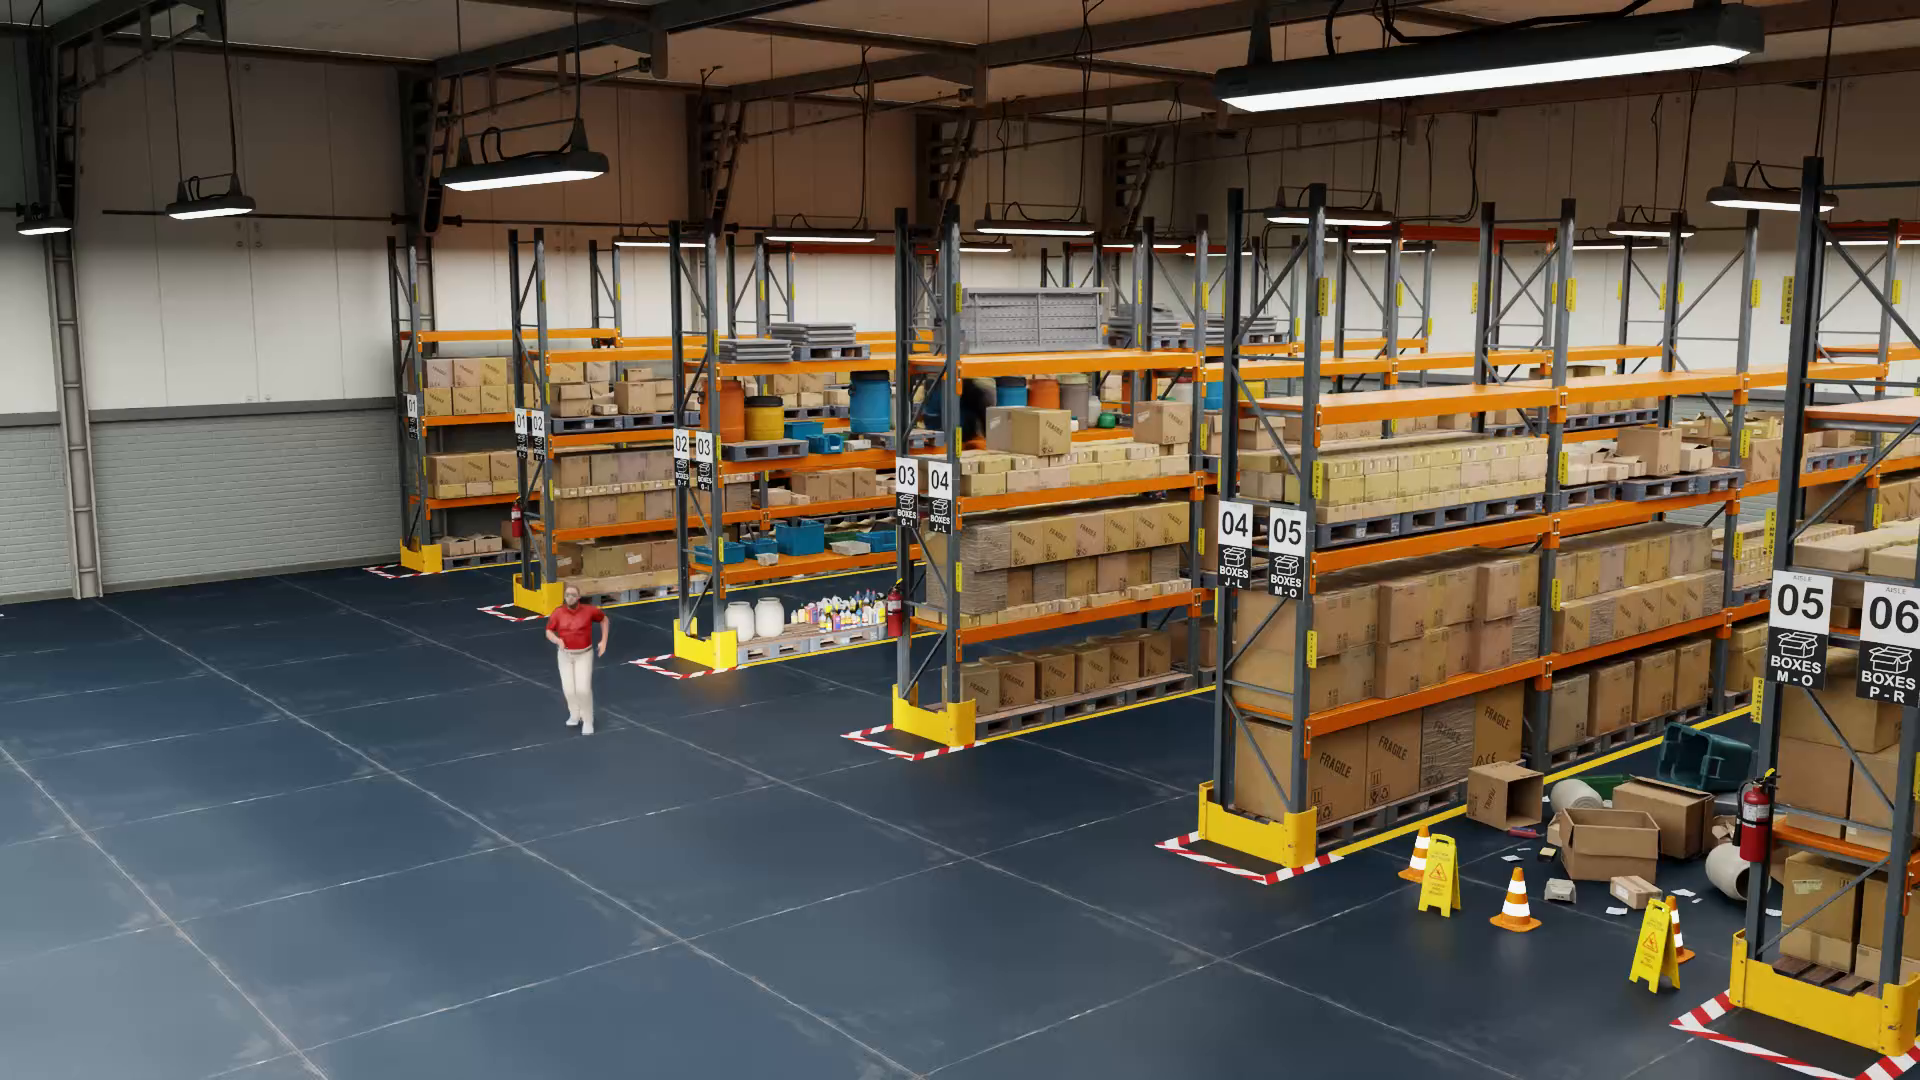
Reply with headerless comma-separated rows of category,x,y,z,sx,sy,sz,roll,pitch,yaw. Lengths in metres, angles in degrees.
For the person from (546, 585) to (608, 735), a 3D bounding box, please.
person,-4.427,1.408,19.215,0.680,1.795,0.752,0,9,-3
